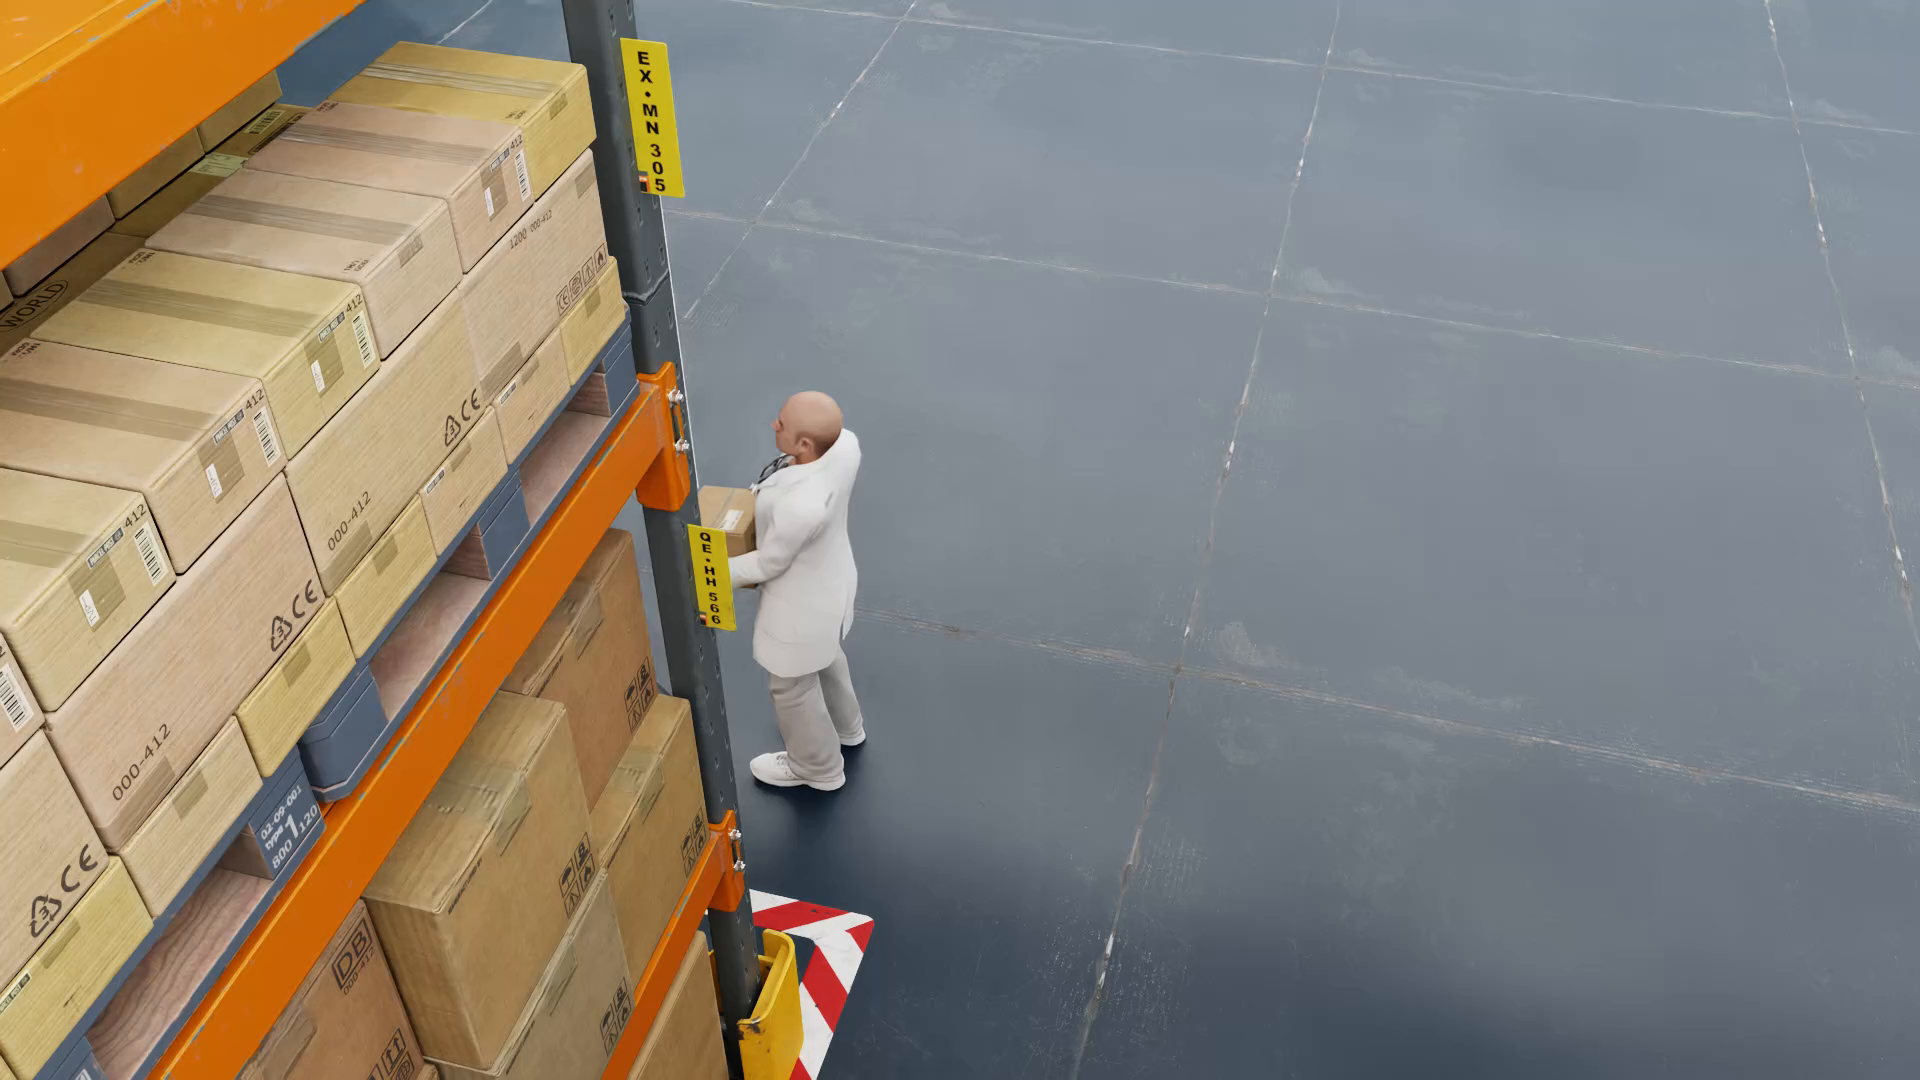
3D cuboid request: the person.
[{"bbox_3d":[-0.649,0.166,5.978,0.562,1.769,0.529,10,41,11],"label":"person"}]
